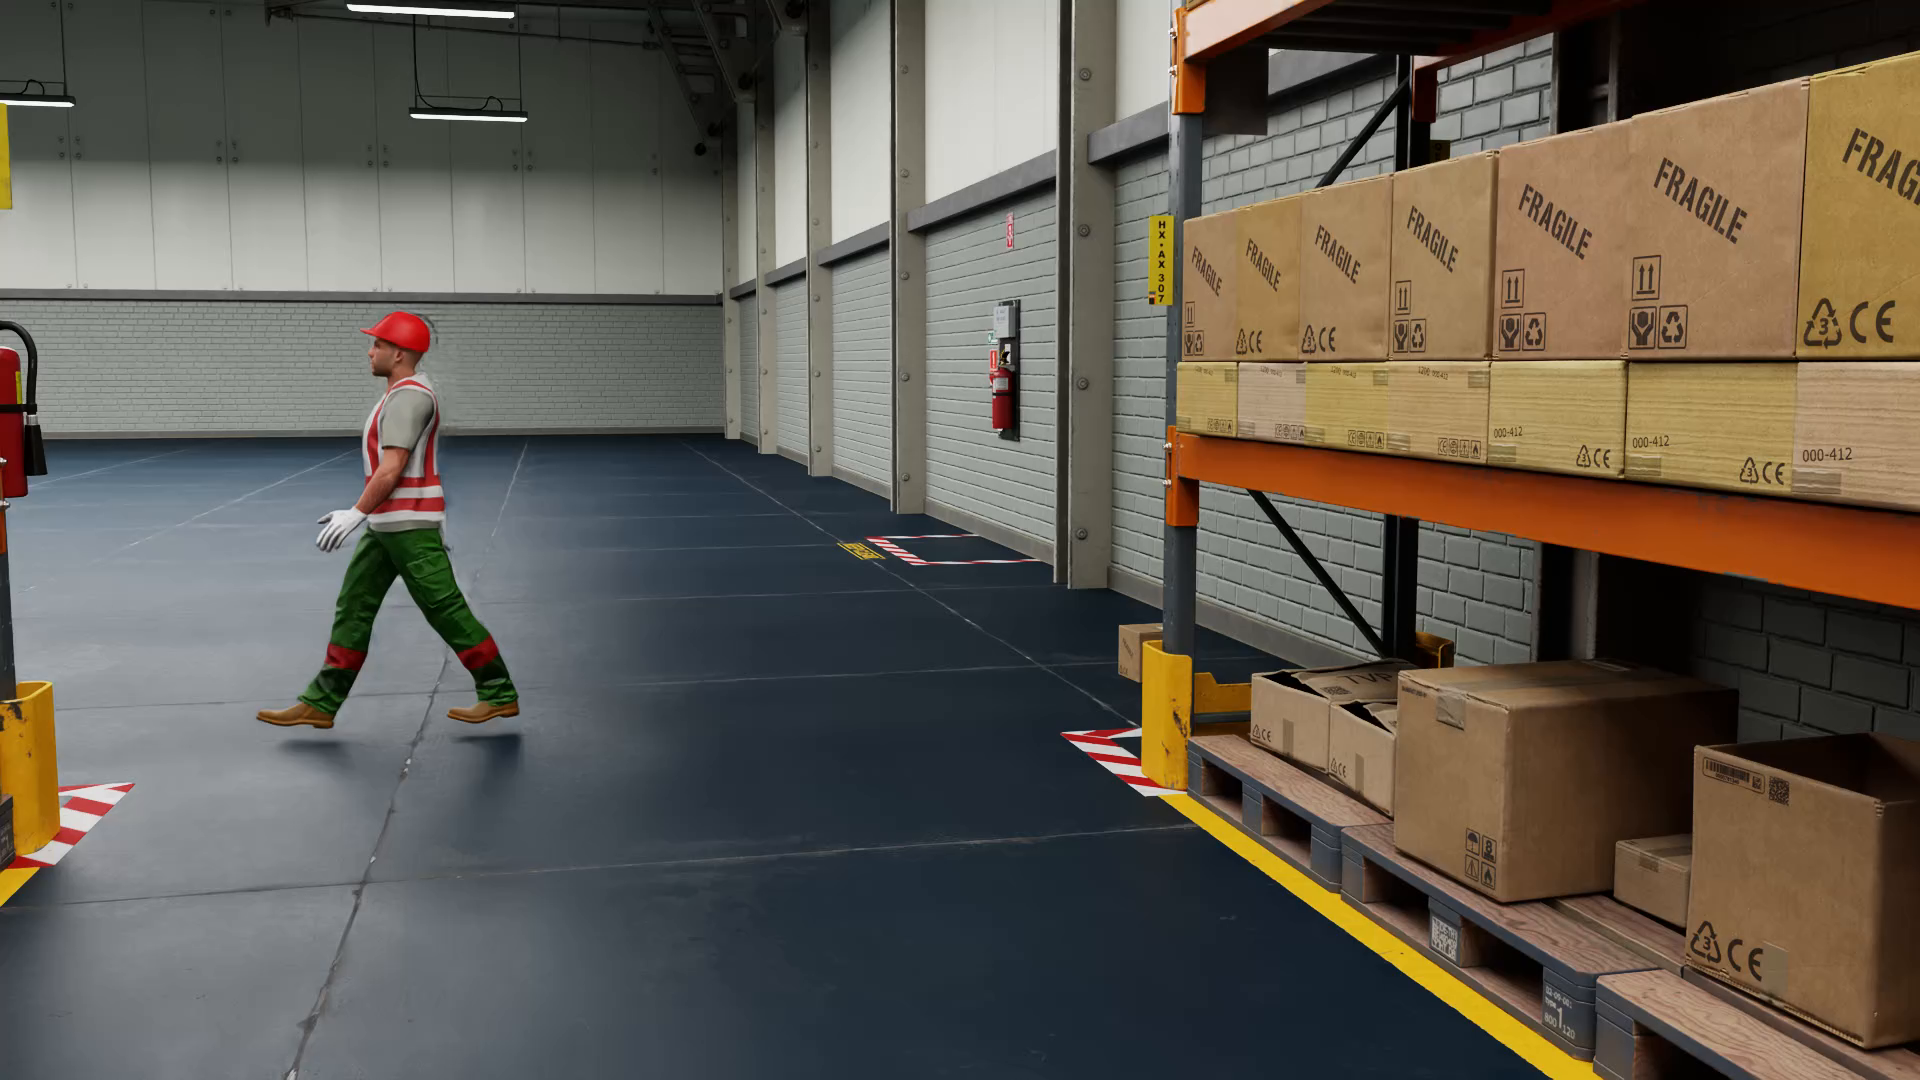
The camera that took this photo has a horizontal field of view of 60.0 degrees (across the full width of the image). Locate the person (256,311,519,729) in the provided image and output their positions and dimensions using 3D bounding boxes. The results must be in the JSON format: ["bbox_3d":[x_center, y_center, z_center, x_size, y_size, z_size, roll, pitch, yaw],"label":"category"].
[{"bbox_3d":[-2.382,-0.072,6.872,1.038,1.733,0.547,-2,7,-22],"label":"person"}]
